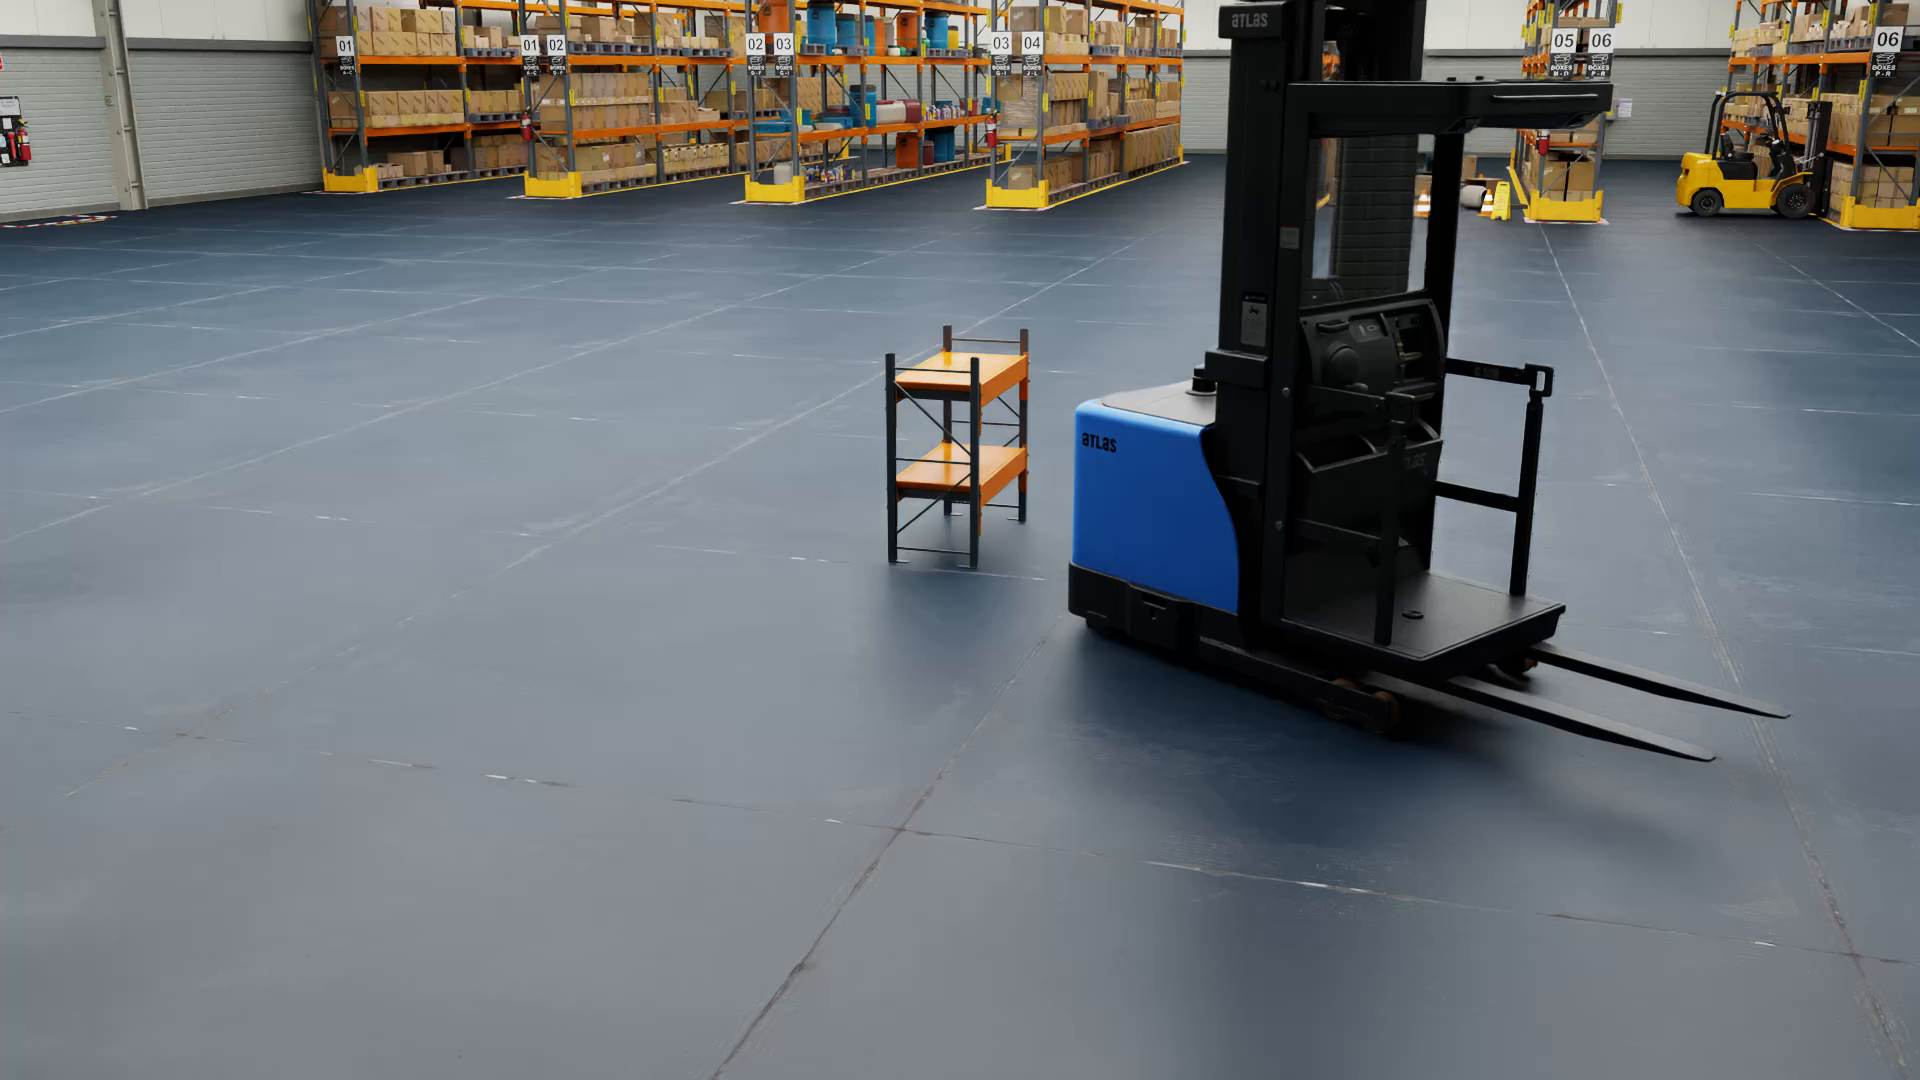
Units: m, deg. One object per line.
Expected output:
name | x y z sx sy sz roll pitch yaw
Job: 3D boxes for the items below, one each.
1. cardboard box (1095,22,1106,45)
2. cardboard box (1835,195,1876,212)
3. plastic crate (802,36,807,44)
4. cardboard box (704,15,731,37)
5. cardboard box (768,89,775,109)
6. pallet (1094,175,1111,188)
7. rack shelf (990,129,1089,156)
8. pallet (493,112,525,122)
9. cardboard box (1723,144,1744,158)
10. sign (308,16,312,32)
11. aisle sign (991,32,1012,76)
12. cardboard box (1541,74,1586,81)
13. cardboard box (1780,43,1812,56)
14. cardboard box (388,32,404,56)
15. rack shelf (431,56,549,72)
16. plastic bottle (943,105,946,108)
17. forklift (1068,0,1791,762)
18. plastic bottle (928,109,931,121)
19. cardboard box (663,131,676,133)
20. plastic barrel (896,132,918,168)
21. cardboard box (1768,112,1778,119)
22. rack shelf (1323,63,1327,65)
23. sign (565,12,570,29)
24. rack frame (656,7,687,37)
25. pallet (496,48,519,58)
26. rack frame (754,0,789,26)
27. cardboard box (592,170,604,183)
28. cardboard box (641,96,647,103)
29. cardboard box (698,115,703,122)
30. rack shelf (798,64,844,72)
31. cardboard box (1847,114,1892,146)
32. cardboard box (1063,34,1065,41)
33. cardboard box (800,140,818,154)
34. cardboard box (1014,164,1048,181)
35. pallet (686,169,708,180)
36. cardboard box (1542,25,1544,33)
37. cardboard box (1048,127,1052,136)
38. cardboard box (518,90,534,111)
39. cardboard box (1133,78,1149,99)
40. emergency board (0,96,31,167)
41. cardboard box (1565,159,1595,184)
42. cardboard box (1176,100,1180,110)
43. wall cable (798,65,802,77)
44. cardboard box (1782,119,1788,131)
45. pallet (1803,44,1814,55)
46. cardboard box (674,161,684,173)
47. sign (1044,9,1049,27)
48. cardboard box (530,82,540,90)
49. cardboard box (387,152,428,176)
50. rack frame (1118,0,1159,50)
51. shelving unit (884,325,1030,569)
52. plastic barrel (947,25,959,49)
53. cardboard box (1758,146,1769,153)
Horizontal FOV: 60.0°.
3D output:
cardboard box | 2.707 -10.921 35.880 0.797 0.503 0.637 5 17 18
cardboard box | 15.167 -5.692 28.170 0.500 0.250 0.500 5 17 16
plastic crate | -3.420 -10.160 34.183 0.392 0.384 0.575 5 16 16
cardboard box | -6.018 -12.766 41.327 0.500 0.500 0.500 5 16 16
cardboard box | -5.360 -11.870 44.729 0.700 0.500 0.500 -1 16 -3
pallet | 2.777 -8.047 37.312 1.003 0.211 1.213 5 16 16
rack shelf | 1.644 -7.995 33.338 1.077 0.370 4.000 5 16 16
pallet | -11.422 -10.450 41.026 1.003 0.211 1.213 5 16 16
cardboard box | 19.619 -9.700 41.835 0.797 0.503 0.637 4 16 14
sign | -13.698 -10.887 35.098 0.100 0.325 0.005 5 16 16
aisle sign | 0.770 -9.076 31.065 0.394 0.787 0.004 5 16 16
cardboard box | 10.513 -7.872 29.026 0.700 0.500 0.500 4 16 15
cardboard box | 17.523 -10.282 34.862 0.500 0.250 0.500 4 16 14
cardboard box | -12.507 -10.813 36.238 0.500 0.500 0.500 5 17 18
rack shelf | -11.467 -11.637 40.681 1.077 0.370 4.000 5 16 16
plastic bottle | -0.401 -11.015 42.756 0.144 0.351 0.185 5 16 16
forklift | 1.862 -0.795 6.763 1.130 2.935 3.031 -13 21 -39
plastic bottle | -0.754 -10.479 40.993 0.061 0.283 0.133 5 16 16
cardboard box | -8.662 -12.162 49.334 0.380 0.149 0.250 5 17 17
plastic barrel | -1.277 -9.582 40.823 0.600 0.830 0.708 5 16 16
cardboard box | 17.429 -9.041 35.399 0.380 0.149 0.250 5 17 17
rack shelf | 9.781 -12.166 42.548 1.077 0.370 4.000 5 16 16
sign | -7.891 -10.444 33.410 0.100 0.325 0.005 5 16 16
rack frame | -8.625 -16.042 49.397 1.000 3.000 0.127 5 16 16
pallet | -11.466 -11.794 40.261 1.213 0.211 1.003 5 16 16
rack frame | -5.011 -14.613 44.357 1.000 3.000 0.127 5 16 16
cardboard box | -7.917 -7.720 35.321 0.500 0.250 0.500 5 16 16
cardboard box | -7.229 -9.841 37.157 0.380 0.149 0.250 4 16 15
cardboard box | -6.456 -10.221 40.328 0.380 0.149 0.250 6 17 20
rack shelf | -4.443 -13.347 46.709 1.077 0.370 4.000 5 16 16
cardboard box | 15.225 -6.863 27.844 0.500 0.500 0.500 4 16 15
cardboard box | 1.866 -9.911 32.821 0.380 0.149 0.250 4 16 14
cardboard box | -4.482 -11.229 47.190 0.797 0.503 0.637 5 16 16
cardboard box | 1.406 -7.138 32.811 0.500 0.500 0.500 10 18 30
pallet | -6.768 -8.808 39.996 1.003 0.211 1.213 5 16 16
cardboard box | 11.311 -9.745 31.690 0.380 0.149 0.250 4 16 15
cardboard box | 1.560 -7.881 32.079 0.380 0.149 0.250 5 16 16
cardboard box | -11.155 -11.051 41.804 0.700 0.500 0.500 3 16 11
cardboard box | 4.312 -11.320 41.722 0.797 0.503 0.637 4 16 14
emergency board | -16.246 -7.007 28.537 0.194 1.169 0.643 5 16 16
cardboard box | 11.222 -6.622 30.075 0.500 0.500 0.500 4 16 14
cardboard box | 5.739 -11.927 45.613 0.500 0.250 0.500 4 16 15
wall cable | -6.675 -16.000 54.940 3.097 2.526 0.112 5 16 16
cardboard box | 17.102 -8.458 33.926 0.500 0.250 0.500 4 16 15
pallet | 17.188 -9.633 32.645 1.003 0.211 1.213 5 17 18
cardboard box | -6.786 -8.733 38.890 0.500 0.250 0.500 5 17 17
sign | 1.596 -9.639 30.718 0.100 0.325 0.005 5 16 16
cardboard box | -11.018 -11.764 43.167 0.500 0.250 0.500 5 17 17
cardboard box | -12.471 -8.490 37.541 0.700 0.500 0.500 4 16 12
rack frame | 4.486 -13.843 41.645 1.000 3.000 0.127 5 16 16
shelving unit | 0.002 -0.543 9.182 0.538 1.125 1.048 5 16 16
plastic barrel | -0.328 -12.823 42.428 0.600 0.588 0.600 0 16 0
cardboard box | 18.152 -8.761 37.344 0.380 0.149 0.250 5 16 16
